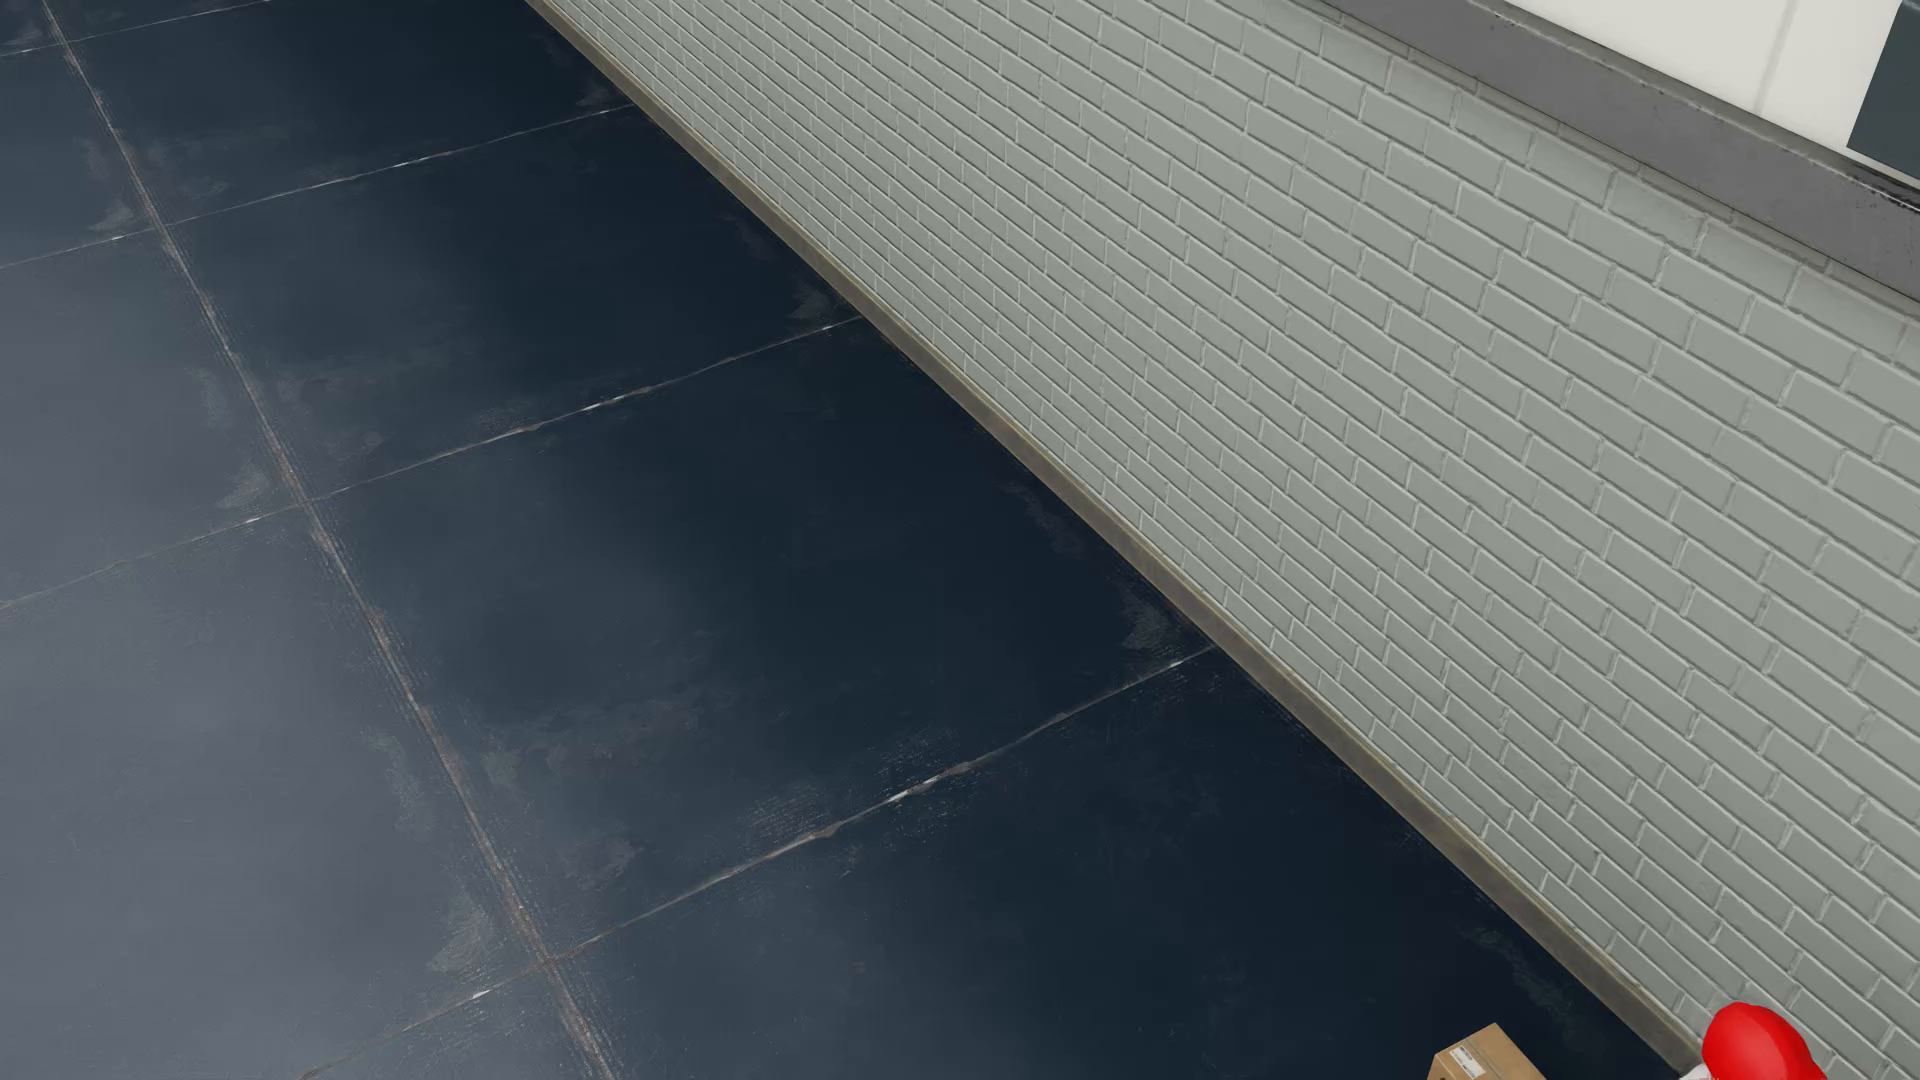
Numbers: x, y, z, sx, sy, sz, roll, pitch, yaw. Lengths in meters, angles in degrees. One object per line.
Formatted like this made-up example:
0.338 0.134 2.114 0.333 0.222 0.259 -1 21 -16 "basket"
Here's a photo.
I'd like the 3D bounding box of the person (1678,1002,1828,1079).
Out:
1.751 1.697 4.125 0.540 1.768 0.800 -24 46 -25 "person"
